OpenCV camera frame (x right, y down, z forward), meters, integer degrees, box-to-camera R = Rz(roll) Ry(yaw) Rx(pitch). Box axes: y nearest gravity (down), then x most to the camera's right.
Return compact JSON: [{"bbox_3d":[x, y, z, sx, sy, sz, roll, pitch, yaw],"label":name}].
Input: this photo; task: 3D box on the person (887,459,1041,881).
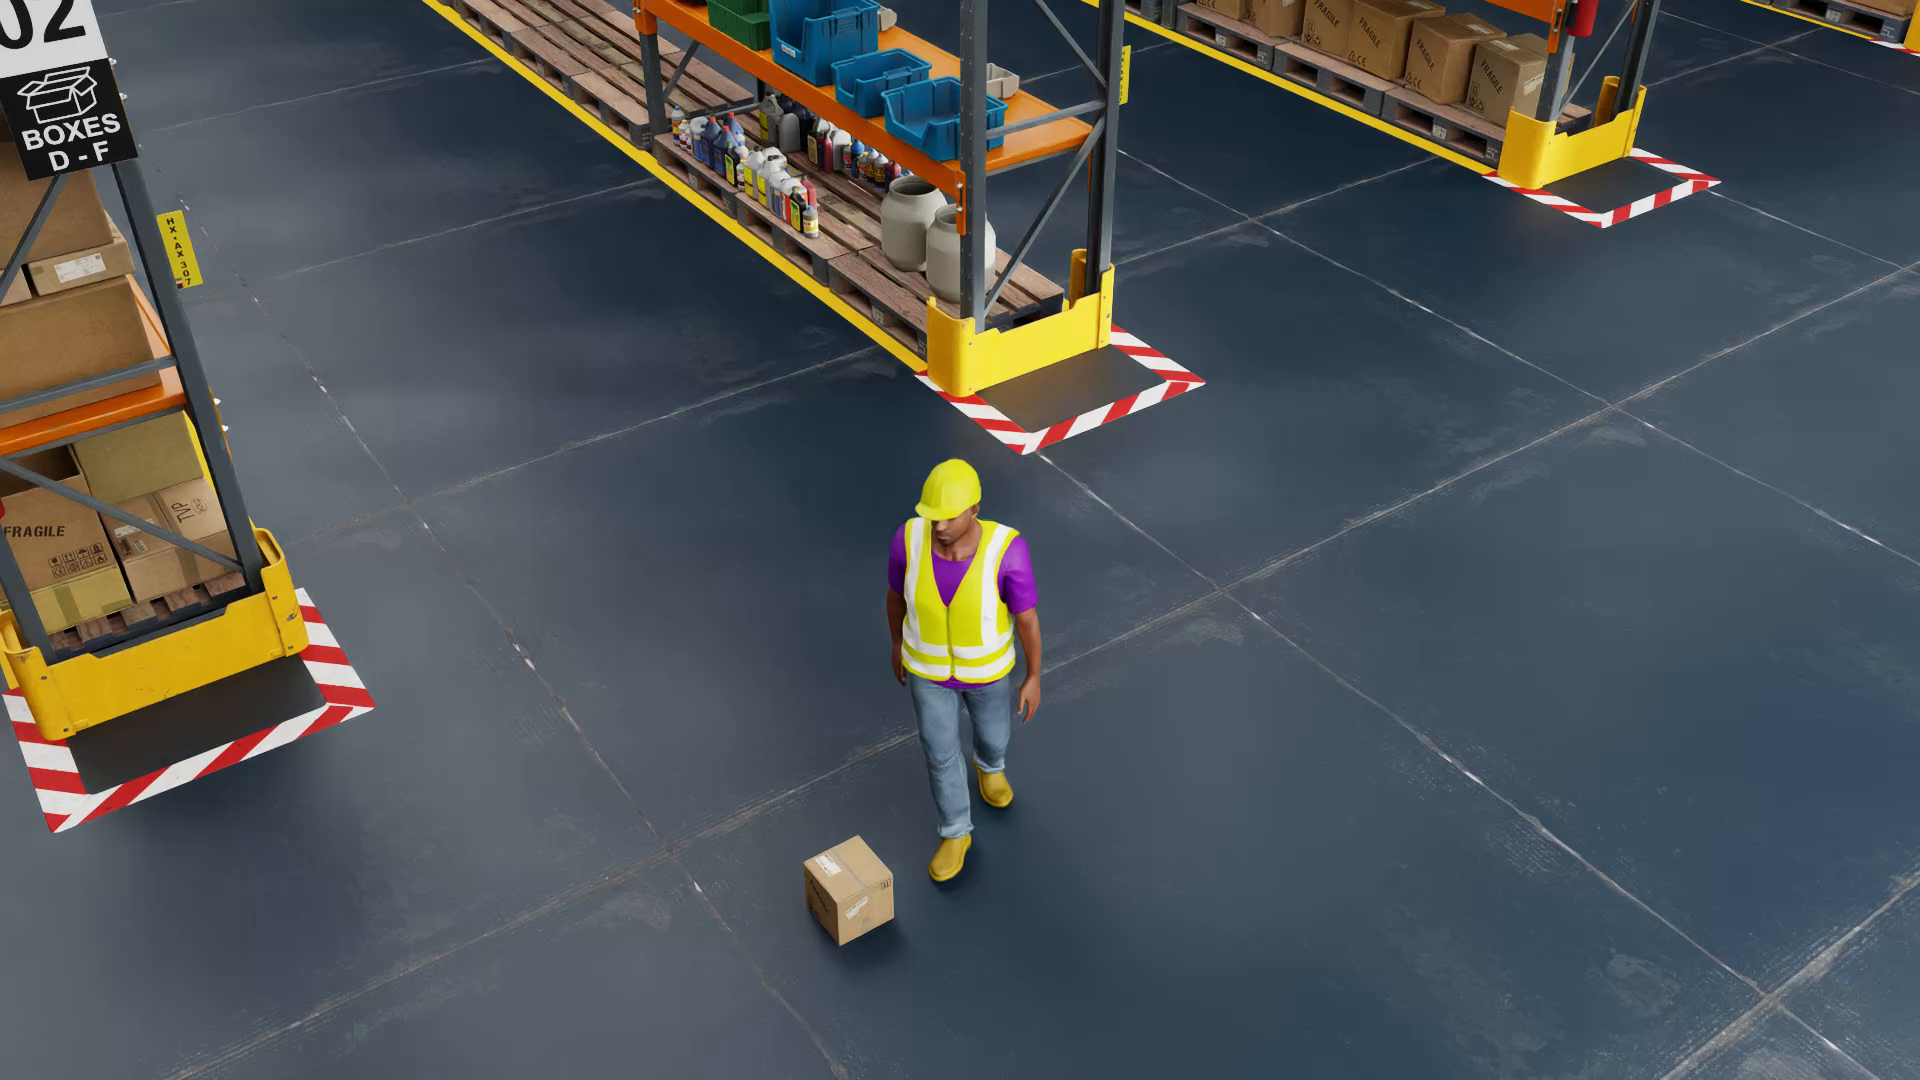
[{"bbox_3d":[0.011,0.468,6.336,0.608,1.767,0.707,4,36,5],"label":"person"}]
